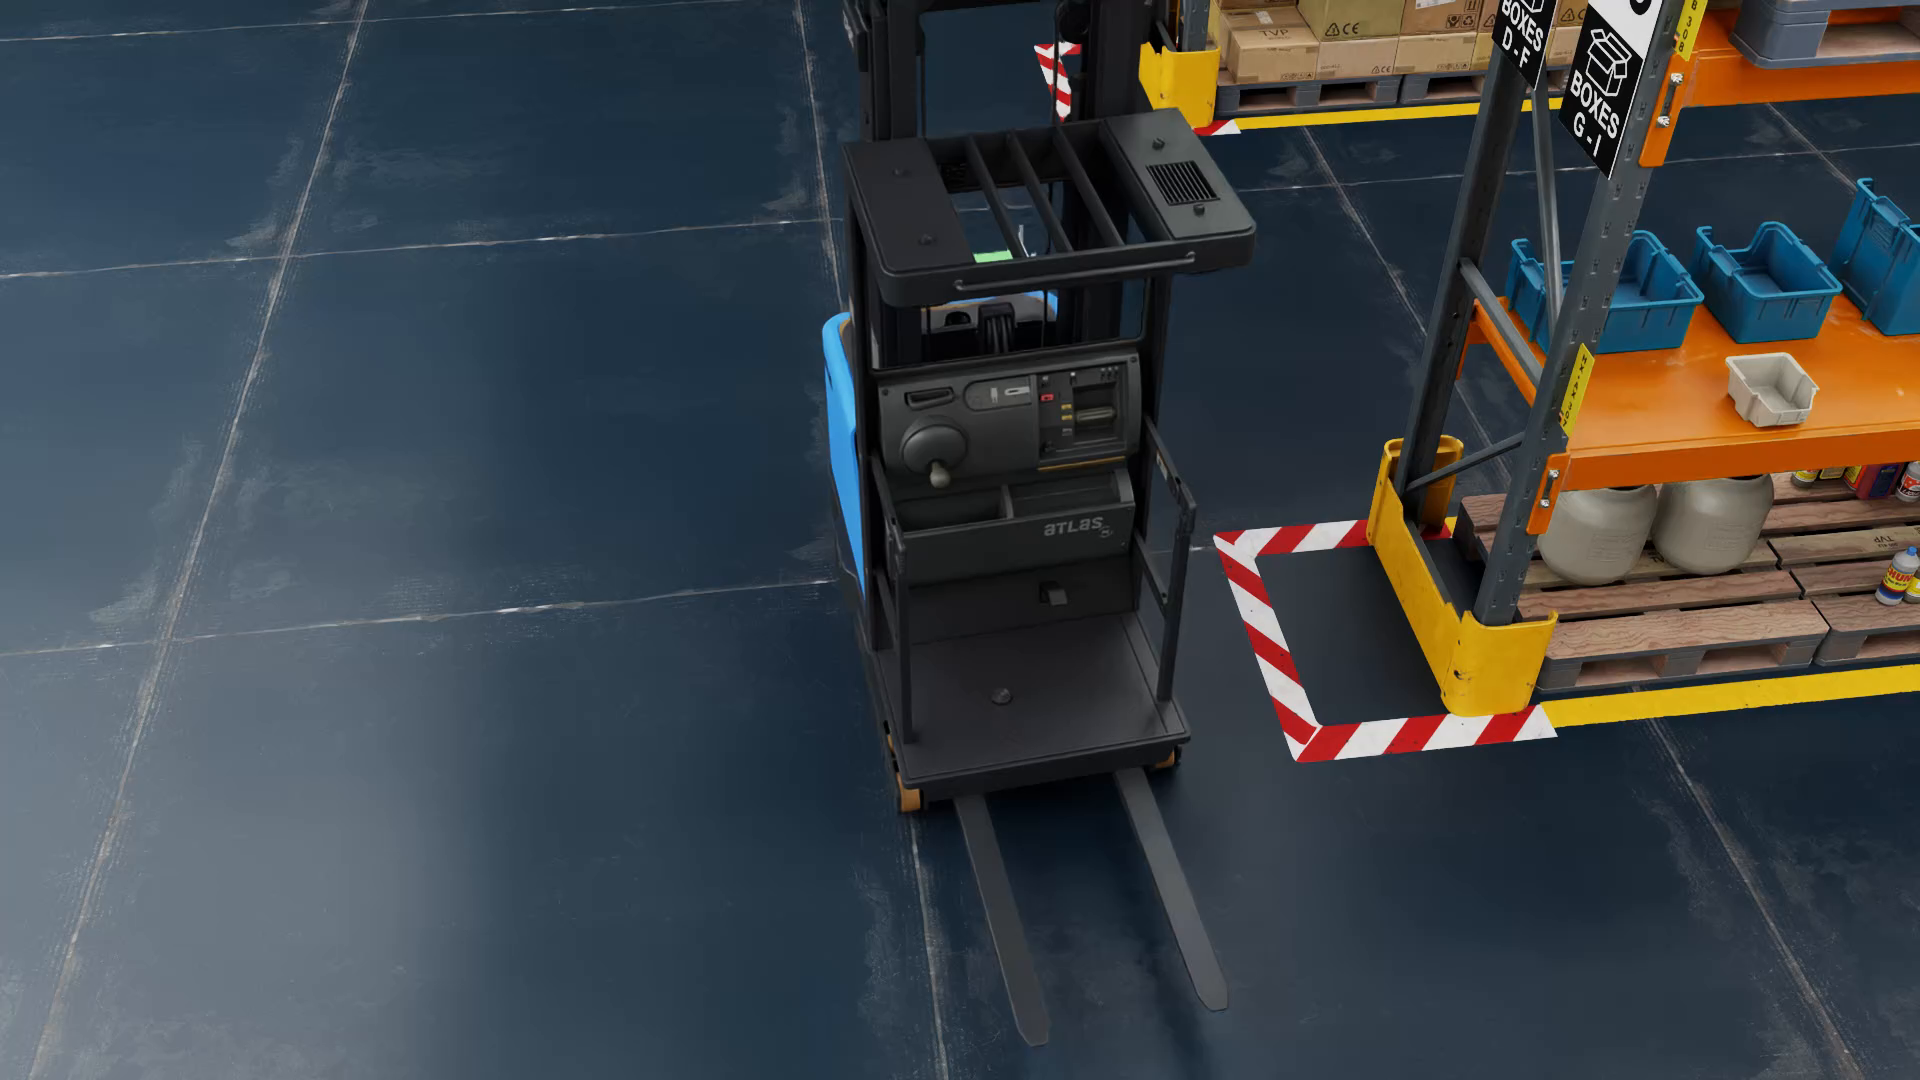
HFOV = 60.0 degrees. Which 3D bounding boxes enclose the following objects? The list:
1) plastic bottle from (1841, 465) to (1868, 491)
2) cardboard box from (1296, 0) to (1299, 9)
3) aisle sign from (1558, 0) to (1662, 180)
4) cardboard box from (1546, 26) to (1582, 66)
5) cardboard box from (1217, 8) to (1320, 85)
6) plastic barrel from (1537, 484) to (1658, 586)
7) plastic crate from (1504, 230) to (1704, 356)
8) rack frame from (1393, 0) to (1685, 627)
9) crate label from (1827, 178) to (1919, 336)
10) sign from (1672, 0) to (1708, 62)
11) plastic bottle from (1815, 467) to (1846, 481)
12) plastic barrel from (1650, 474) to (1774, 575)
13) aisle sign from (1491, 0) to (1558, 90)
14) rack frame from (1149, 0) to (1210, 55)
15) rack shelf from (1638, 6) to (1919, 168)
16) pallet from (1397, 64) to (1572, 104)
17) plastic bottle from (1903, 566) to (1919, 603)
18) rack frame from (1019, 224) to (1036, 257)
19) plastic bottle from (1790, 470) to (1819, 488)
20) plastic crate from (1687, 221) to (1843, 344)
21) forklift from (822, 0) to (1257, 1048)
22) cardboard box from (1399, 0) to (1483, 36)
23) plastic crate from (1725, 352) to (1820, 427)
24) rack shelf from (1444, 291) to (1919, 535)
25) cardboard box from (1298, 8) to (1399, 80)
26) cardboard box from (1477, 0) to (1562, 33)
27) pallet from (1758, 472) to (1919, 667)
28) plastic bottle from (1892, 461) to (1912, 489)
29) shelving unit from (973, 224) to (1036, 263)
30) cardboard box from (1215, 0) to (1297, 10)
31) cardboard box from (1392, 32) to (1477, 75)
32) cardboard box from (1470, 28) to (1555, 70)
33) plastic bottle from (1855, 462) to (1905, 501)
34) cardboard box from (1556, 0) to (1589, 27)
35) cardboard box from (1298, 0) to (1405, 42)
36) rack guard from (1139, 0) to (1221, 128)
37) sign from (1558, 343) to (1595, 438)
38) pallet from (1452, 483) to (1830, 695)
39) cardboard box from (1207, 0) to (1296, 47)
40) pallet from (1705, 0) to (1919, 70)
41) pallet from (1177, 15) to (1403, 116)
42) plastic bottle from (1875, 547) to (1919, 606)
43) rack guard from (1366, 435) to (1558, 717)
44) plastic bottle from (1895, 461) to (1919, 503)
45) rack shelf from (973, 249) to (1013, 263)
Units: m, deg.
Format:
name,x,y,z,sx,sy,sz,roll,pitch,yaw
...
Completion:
name,x,y,z,sx,sy,sz,roll,pitch,yaw
plastic bottle,4.014,-0.368,7.339,0.135,0.276,0.152,-5,42,-5
cardboard box,2.345,-3.481,10.824,0.500,0.250,0.500,-5,42,-6
aisle sign,1.963,-1.527,4.977,0.004,0.787,0.394,-5,42,-6
cardboard box,3.902,-3.259,10.578,0.500,0.250,0.500,-5,42,-6
cardboard box,1.918,-3.086,10.386,0.500,0.250,0.500,-5,42,-6
plastic barrel,2.639,-0.102,6.883,0.421,0.512,0.421,0,42,0
plastic crate,2.454,-0.949,6.389,0.616,0.251,0.499,-5,42,-6
rack frame,1.996,-0.762,6.071,0.127,3.000,1.000,-5,42,-6
crate label,3.786,-1.115,6.435,0.616,0.435,0.502,-5,42,-6
sign,2.063,-1.514,4.657,0.005,0.325,0.100,-5,42,-6
plastic bottle,3.874,-0.390,7.357,0.133,0.283,0.061,-4,42,-4
plastic barrel,3.136,-0.146,6.931,0.421,0.512,0.421,0,42,0
aisle sign,1.886,-1.918,5.412,0.004,0.787,0.394,-5,42,-6
rack frame,1.358,-4.052,9.718,0.127,3.000,1.000,-5,42,-6
rack shelf,3.979,-1.783,5.499,4.000,0.370,1.077,-5,42,-6
pallet,3.318,-3.215,10.871,1.213,0.211,1.003,-5,42,-6
plastic bottle,3.937,0.154,6.815,0.097,0.201,0.097,0,42,0
rack frame,0.287,-0.842,7.502,0.015,1.200,0.240,-8,43,-9
plastic bottle,3.761,-0.337,7.360,0.097,0.201,0.097,0,42,0
plastic crate,3.098,-1.002,6.447,0.408,0.251,0.499,-5,42,-6
forklift,0.228,-0.335,5.649,1.130,2.935,3.031,-8,43,-9
cardboard box,2.908,-3.461,10.242,0.500,0.500,0.500,-5,42,-6
plastic crate,2.925,-0.528,6.008,0.250,0.136,0.298,-5,42,-6
rack shelf,3.979,-0.669,6.504,4.000,0.370,1.077,-5,42,-6
cardboard box,2.414,-3.132,10.437,0.500,0.250,0.500,-5,42,-6
cardboard box,3.406,-3.493,10.277,0.500,0.500,0.500,-5,42,-6
pallet,4.079,0.065,7.236,1.213,0.211,1.003,-5,42,-6
plastic bottle,4.152,-0.380,7.352,0.135,0.276,0.152,-6,42,-7
shelving unit,0.049,-0.807,7.463,0.503,1.200,0.258,-8,43,-9
cardboard box,1.851,-3.710,10.518,0.500,0.500,0.500,-5,42,-6
cardboard box,2.910,-3.175,10.485,0.500,0.250,0.500,-5,42,-6
cardboard box,3.406,-3.215,10.529,0.500,0.250,0.500,-5,42,-6
plastic bottle,4.028,-0.300,7.258,0.133,0.283,0.061,-5,42,-6
cardboard box,3.900,-3.546,10.336,0.500,0.500,0.500,-5,42,-6
cardboard box,2.414,-3.409,10.185,0.500,0.500,0.500,-5,42,-6
rack guard,1.334,-3.122,10.553,0.348,0.500,1.175,-5,42,-6
sign,2.063,-0.499,5.572,0.005,0.325,0.100,-5,42,-6
pallet,2.872,0.169,7.121,1.213,0.211,1.003,-5,42,-6
cardboard box,1.851,-3.430,10.767,0.500,0.250,0.500,-5,42,-6
pallet,2.829,-1.813,5.137,1.213,0.211,1.003,-5,42,-6
pallet,2.111,-3.111,10.756,1.213,0.211,1.003,-5,42,-6
plastic bottle,3.835,0.137,6.782,0.097,0.271,0.097,0,42,0
rack guard,2.066,0.128,6.950,0.348,0.500,1.175,-5,42,-6
plastic bottle,4.186,-0.272,7.287,0.097,0.201,0.097,0,42,0
rack shelf,0.048,-1.117,7.186,0.480,0.148,0.258,-8,43,-9
